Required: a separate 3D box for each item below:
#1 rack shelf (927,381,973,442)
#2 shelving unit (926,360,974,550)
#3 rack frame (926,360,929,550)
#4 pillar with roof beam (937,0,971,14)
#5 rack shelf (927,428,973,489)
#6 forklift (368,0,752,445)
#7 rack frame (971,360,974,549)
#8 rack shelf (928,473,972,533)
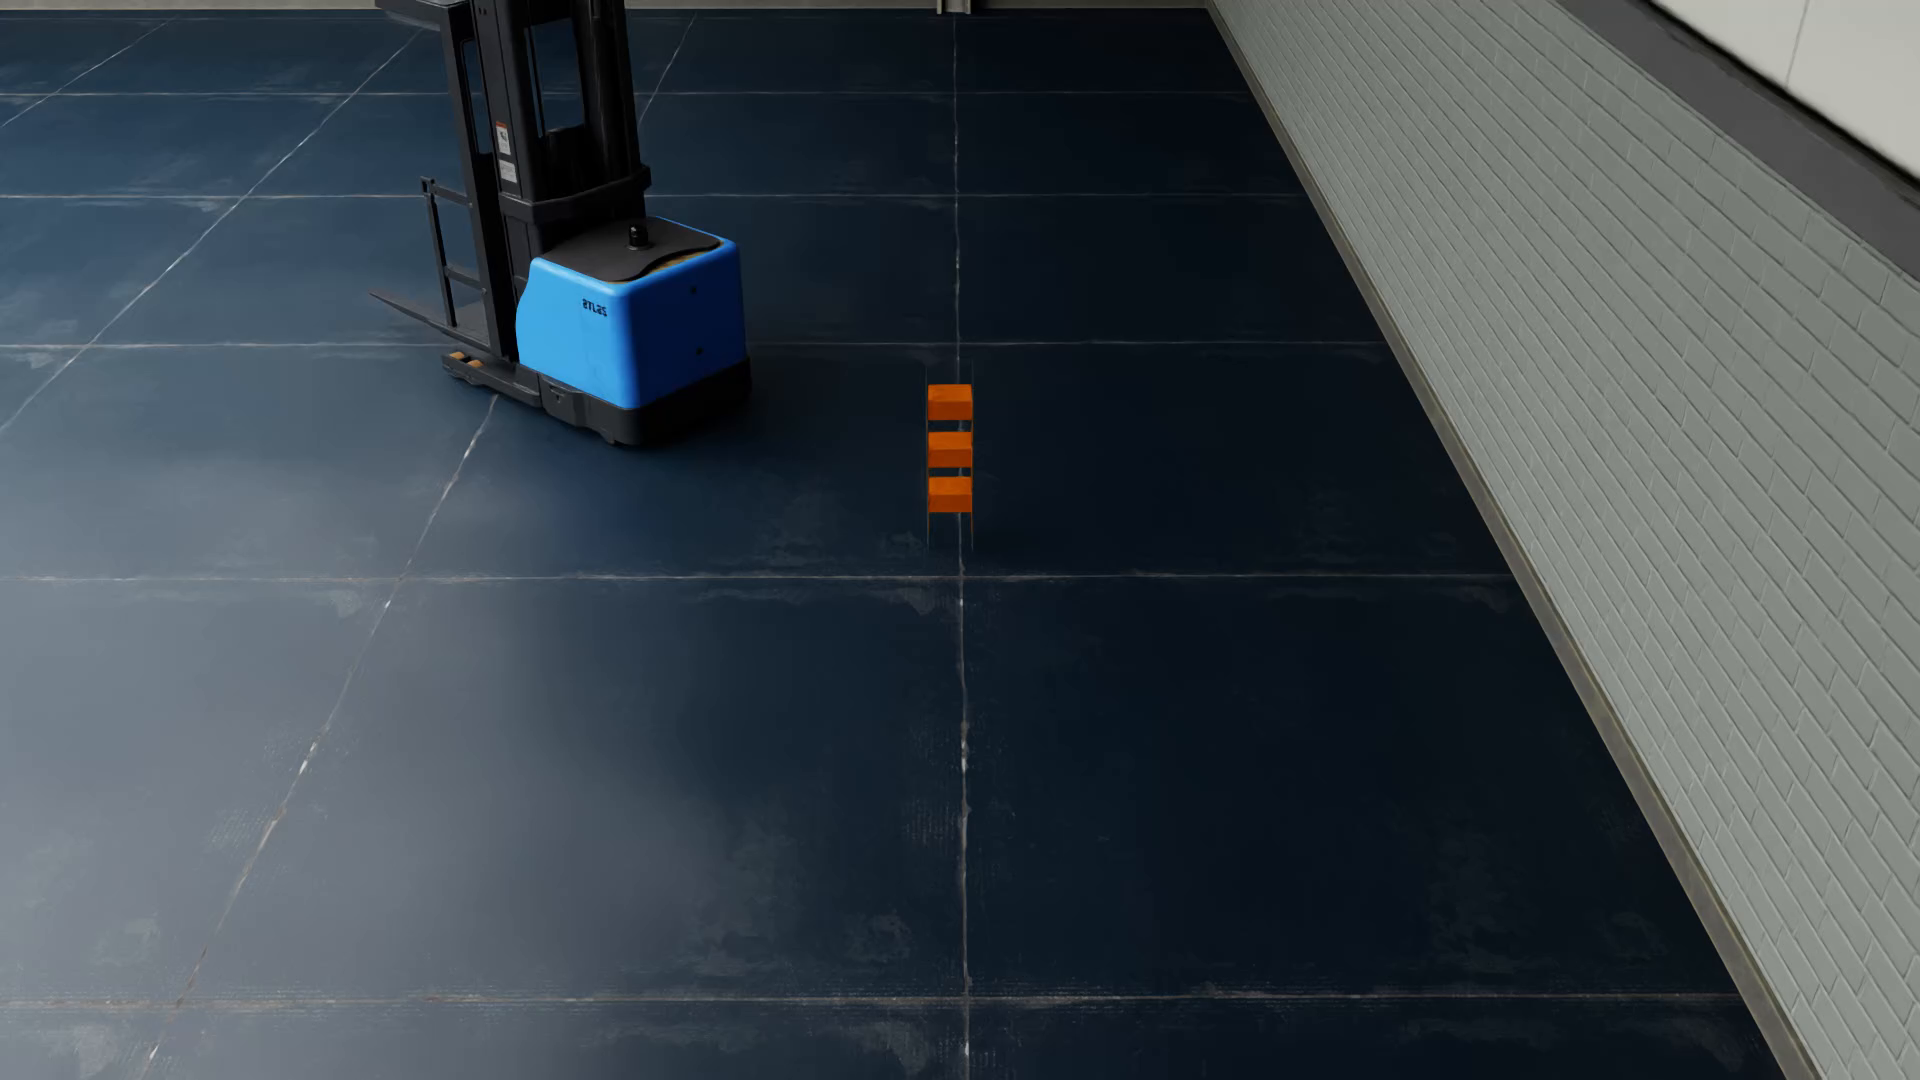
[{"bbox_3d":[-0.054,-0.682,8.836,0.240,0.259,0.215,0,31,0],"label":"rack shelf"},{"bbox_3d":[-0.054,-0.449,8.977,0.252,1.050,0.215,0,31,0],"label":"shelving unit"},{"bbox_3d":[-0.176,-0.448,8.977,0.008,1.050,0.200,0,31,0],"label":"rack frame"},{"bbox_3d":[-0.044,-7.806,13.440,0.400,9.000,9.100,0,31,0],"label":"pillar with roof beam"},{"bbox_3d":[-0.054,-0.440,8.983,0.240,0.259,0.215,0,31,0],"label":"rack shelf"},{"bbox_3d":[-2.796,-2.454,10.469,3.031,2.935,1.130,23,38,33],"label":"forklift"},{"bbox_3d":[0.068,-0.449,8.978,0.008,1.050,0.200,0,31,0],"label":"rack frame"},{"bbox_3d":[-0.054,-0.202,9.127,0.240,0.259,0.215,0,31,0],"label":"rack shelf"}]
